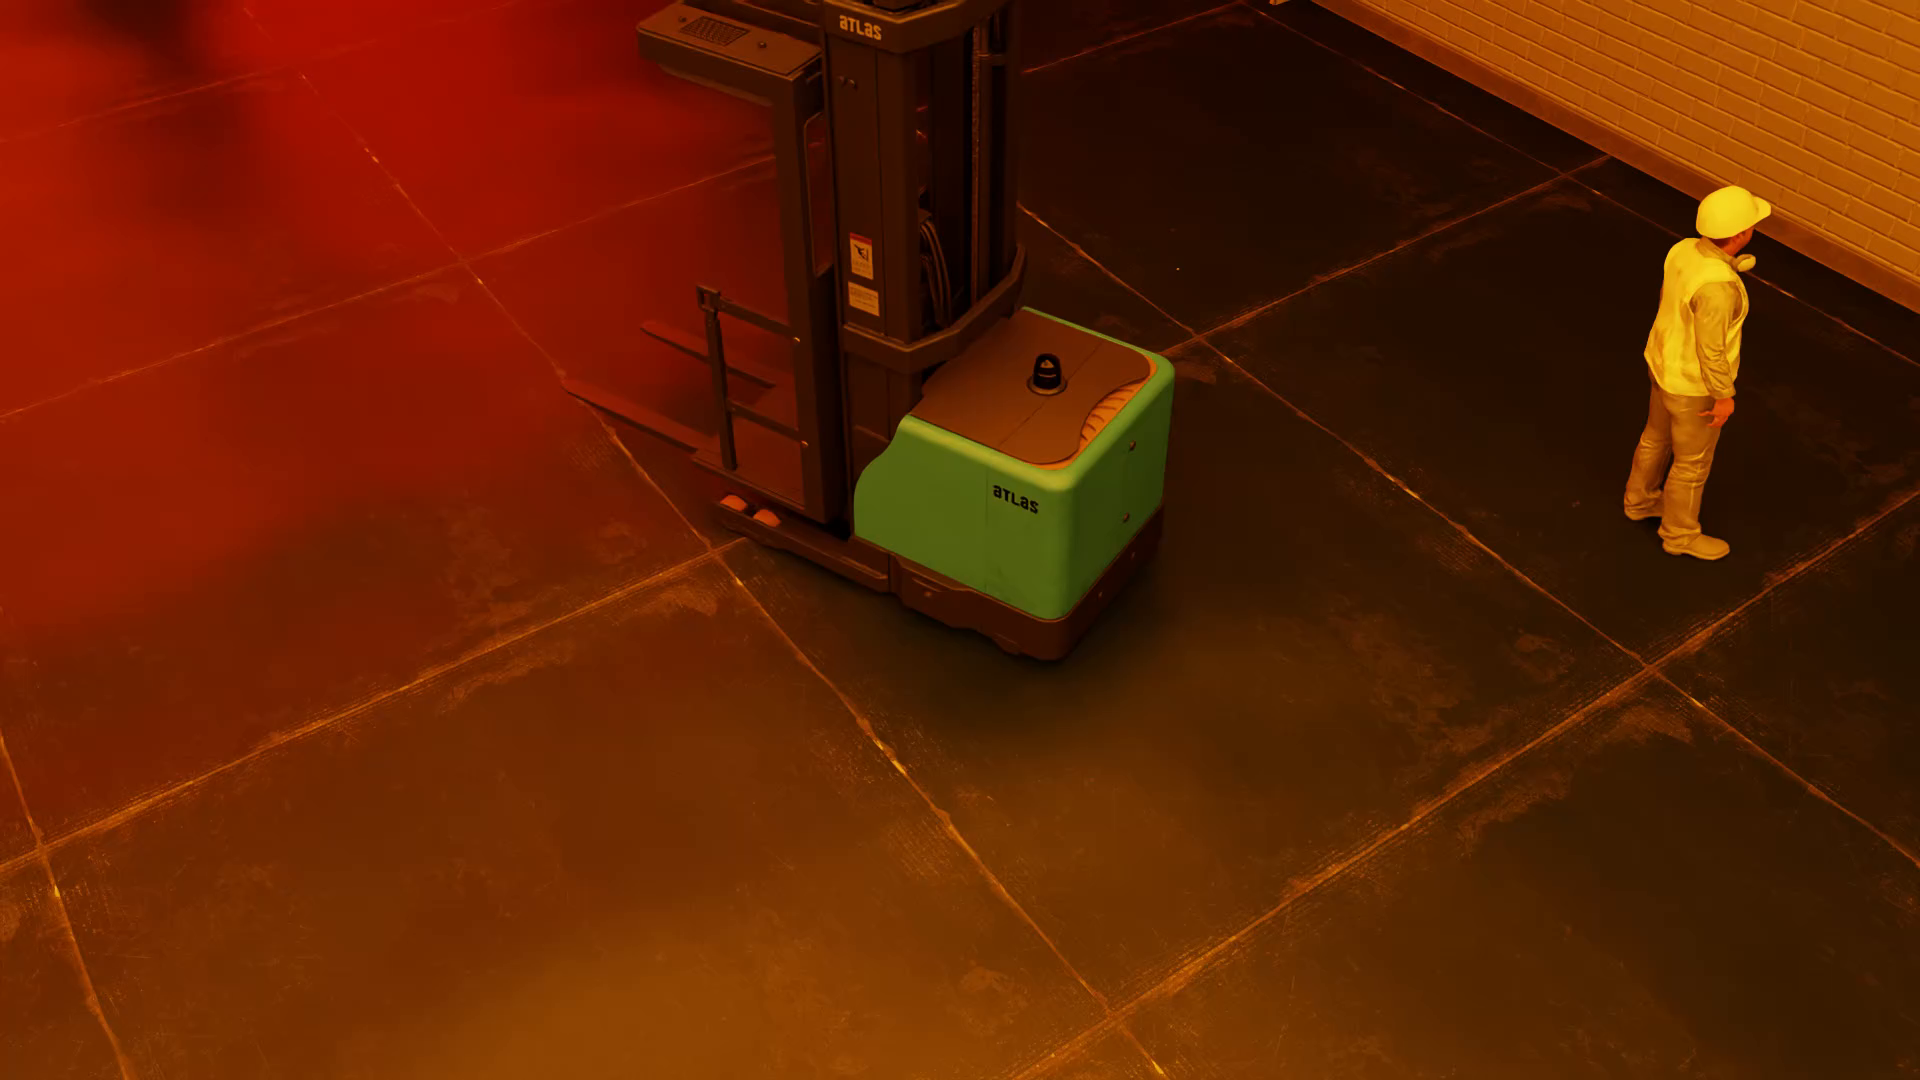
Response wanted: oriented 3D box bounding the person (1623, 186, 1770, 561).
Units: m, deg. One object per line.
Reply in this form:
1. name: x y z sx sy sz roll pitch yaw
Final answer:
1. person: 3.314 -0.759 7.384 0.563 1.775 0.626 -1 43 -1

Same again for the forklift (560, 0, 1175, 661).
1. forklift: -0.574 -1.330 7.159 3.031 2.935 1.130 24 48 24
